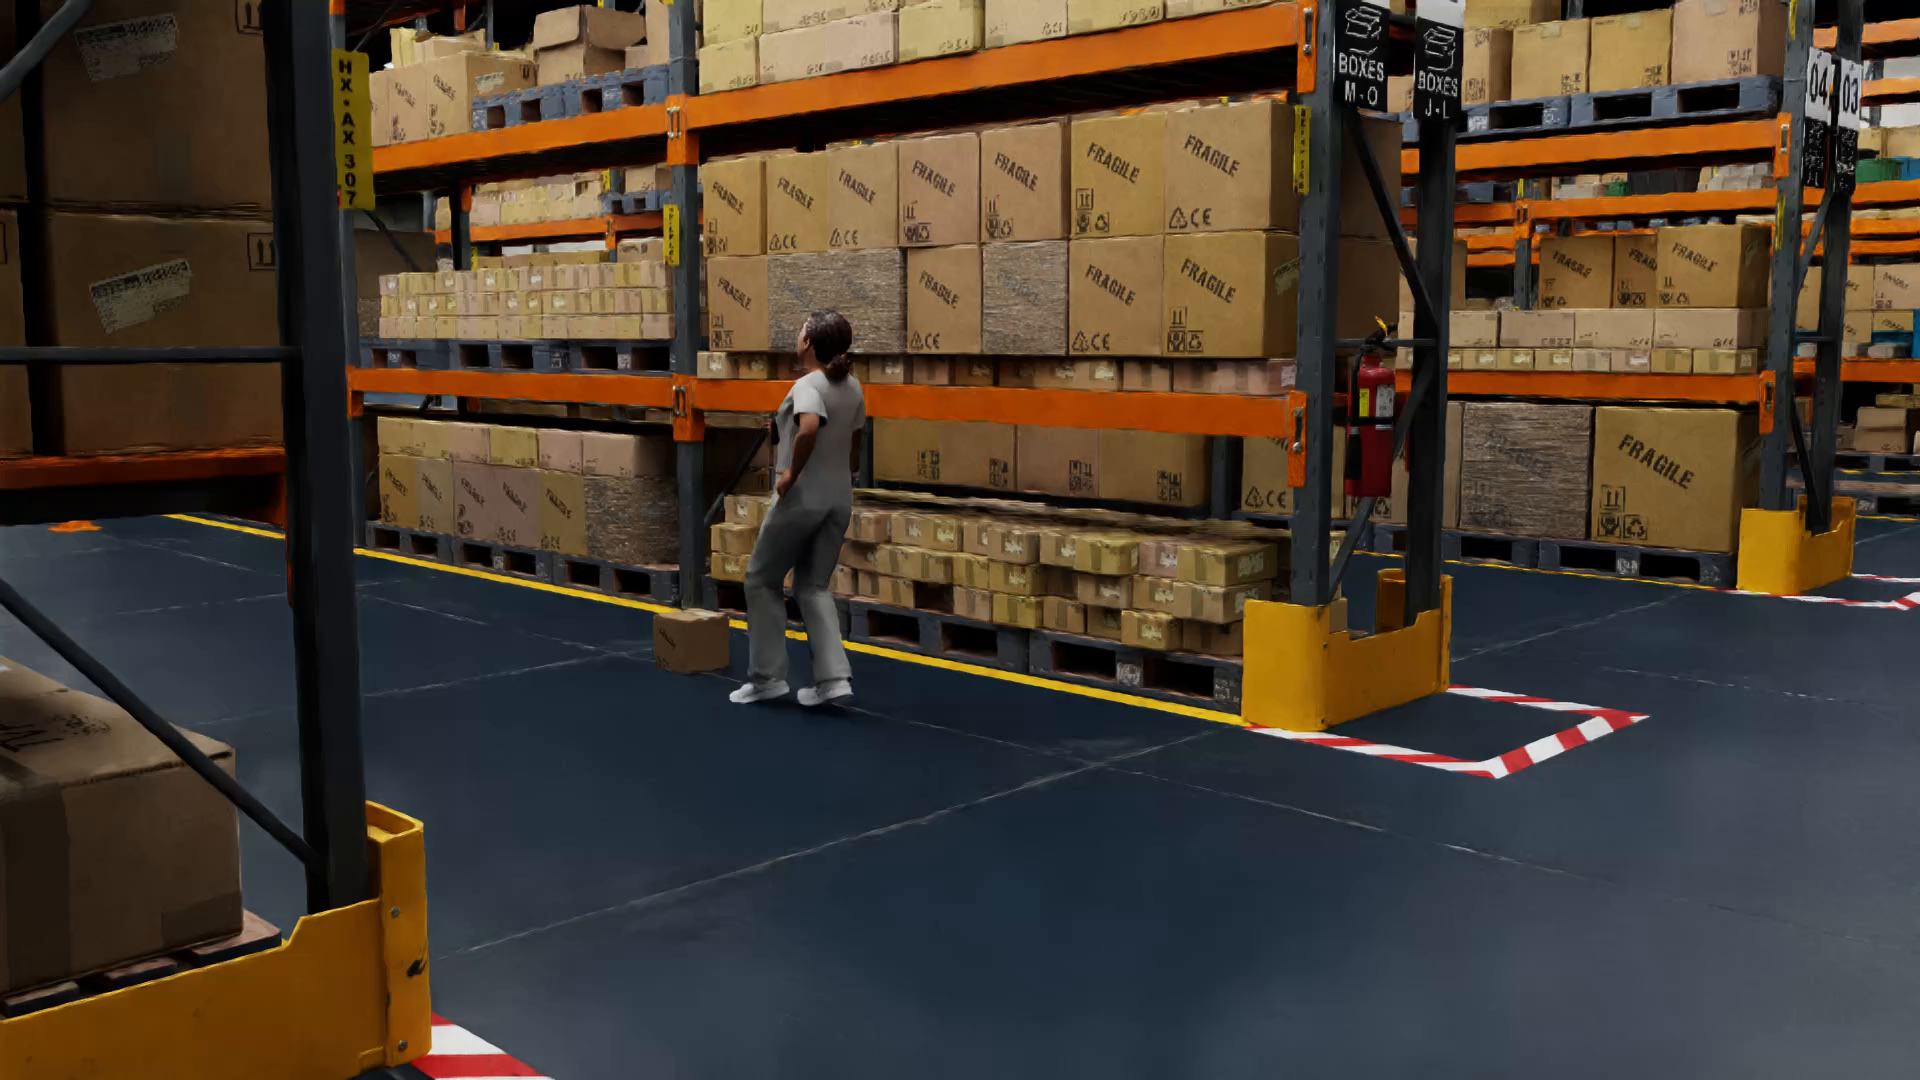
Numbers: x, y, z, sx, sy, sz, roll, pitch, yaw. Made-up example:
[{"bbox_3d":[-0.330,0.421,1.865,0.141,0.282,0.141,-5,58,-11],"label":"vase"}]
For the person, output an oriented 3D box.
[{"bbox_3d":[-0.647,-0.106,6.838,0.544,1.650,0.700,-7,10,-44],"label":"person"}]
